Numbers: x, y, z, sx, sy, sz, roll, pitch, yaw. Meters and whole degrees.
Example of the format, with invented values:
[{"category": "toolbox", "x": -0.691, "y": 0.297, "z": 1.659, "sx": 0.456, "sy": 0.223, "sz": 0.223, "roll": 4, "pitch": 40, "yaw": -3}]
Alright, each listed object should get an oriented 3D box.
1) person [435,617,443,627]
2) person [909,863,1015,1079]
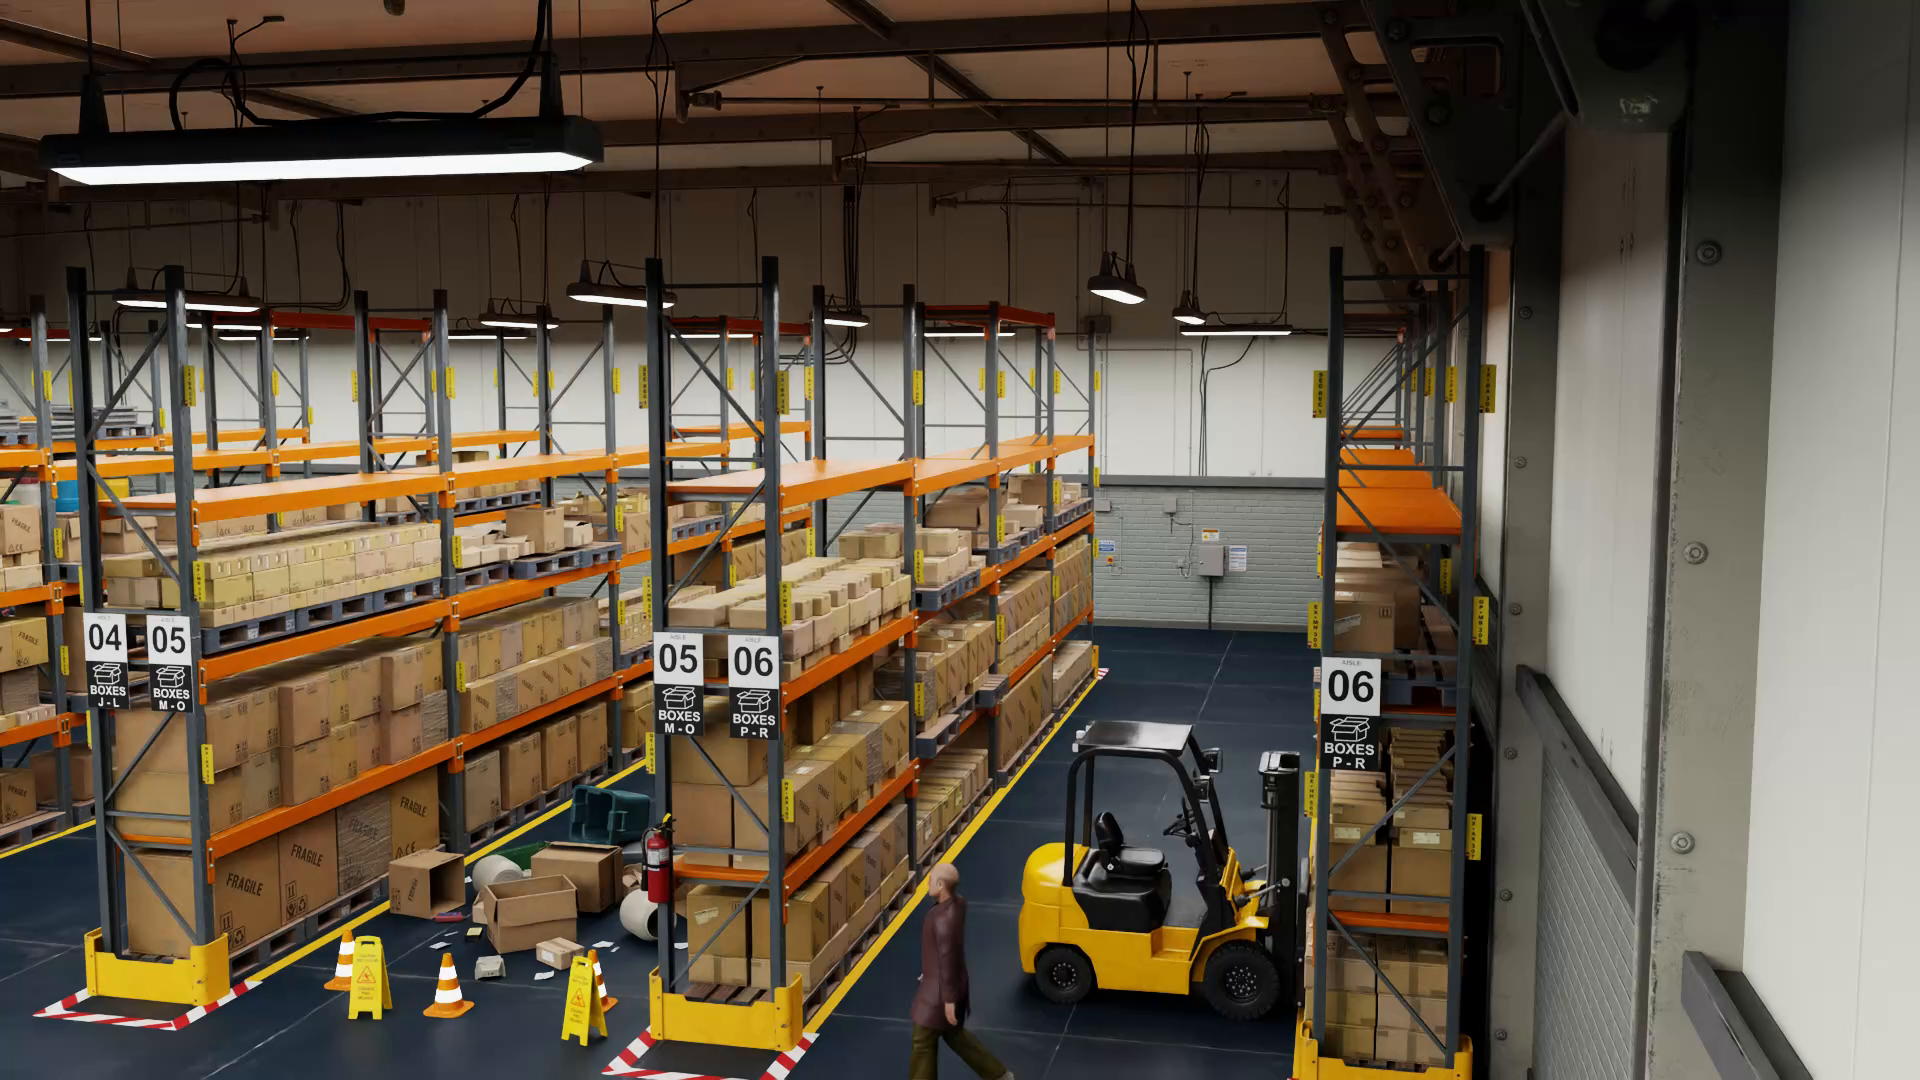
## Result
[{"category": "person", "x": -7.423, "y": 1.876, "z": 24.113, "sx": 0.624, "sy": 1.741, "sz": 0.659, "roll": 1, "pitch": 6, "yaw": 6}, {"category": "person", "x": -0.075, "y": 3.114, "z": 11.571, "sx": 0.874, "sy": 1.763, "sz": 0.551, "roll": 1, "pitch": 6, "yaw": 12}]
